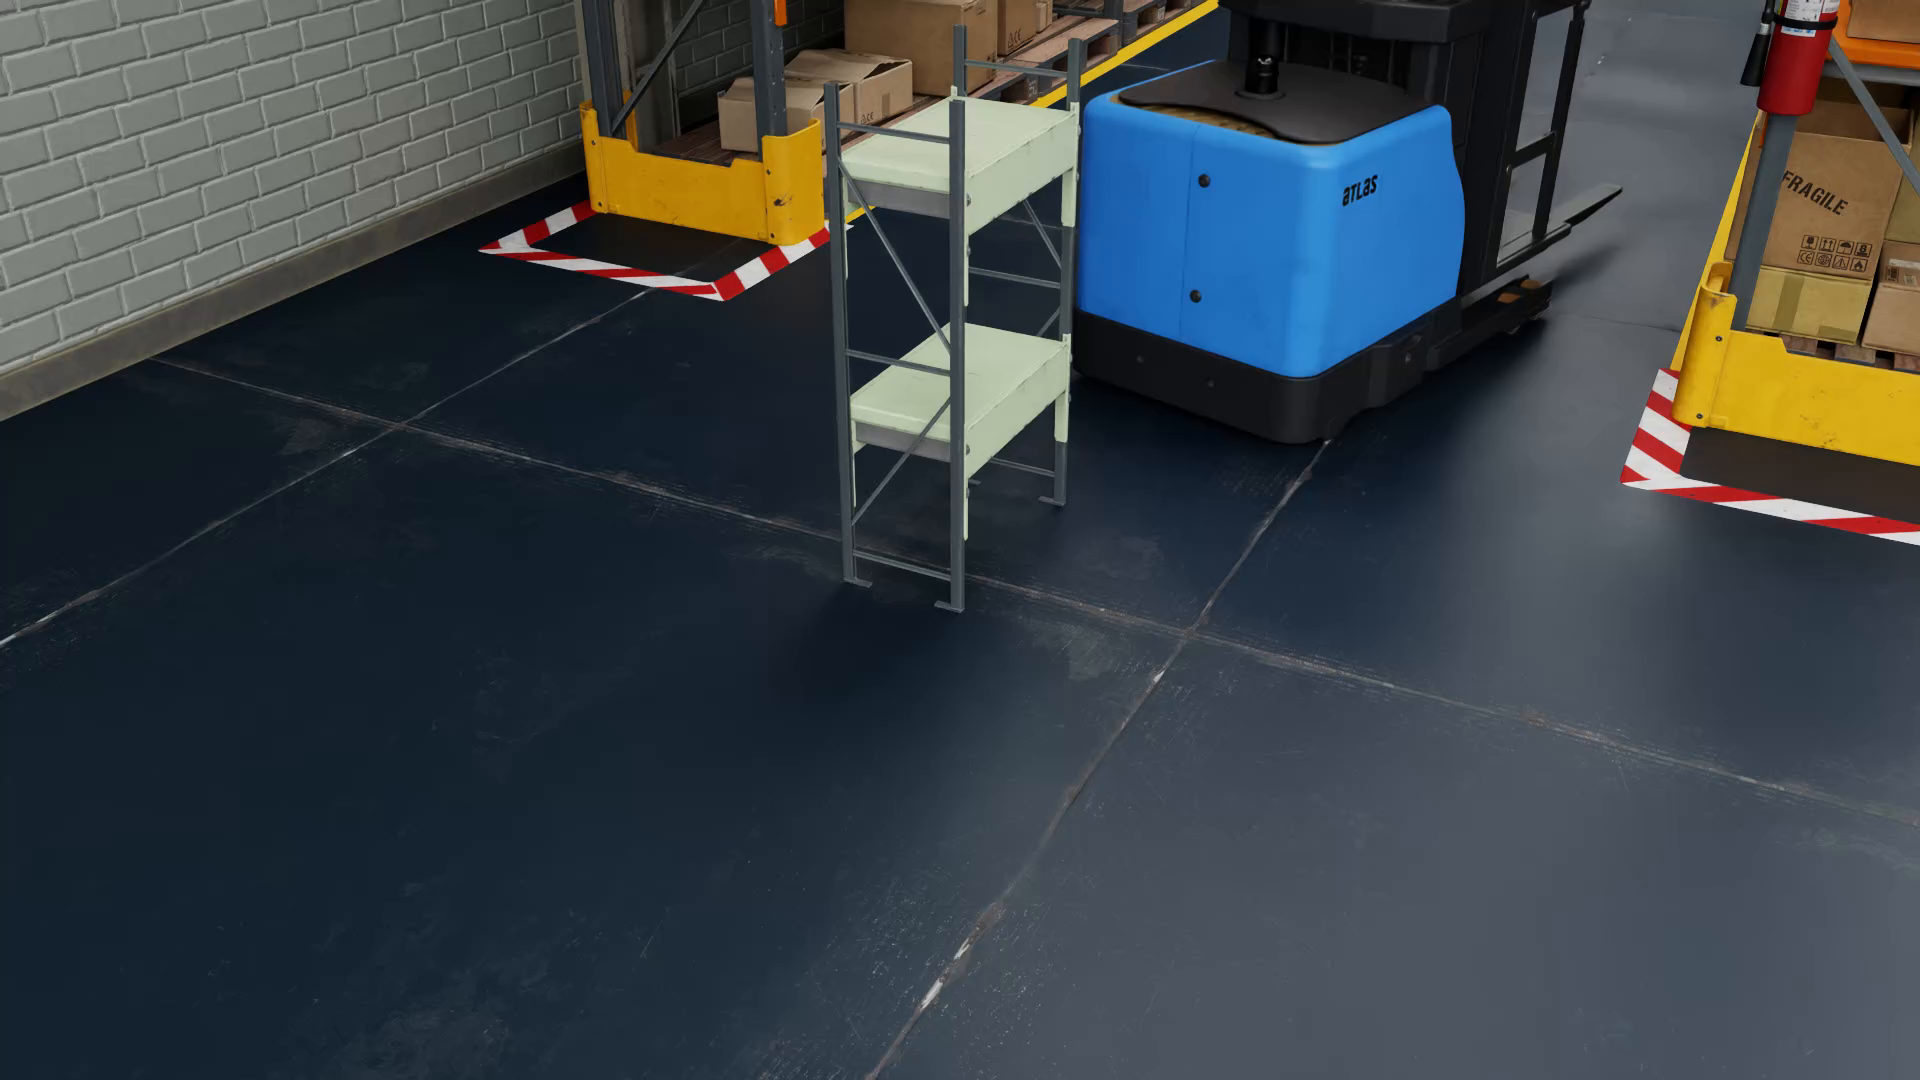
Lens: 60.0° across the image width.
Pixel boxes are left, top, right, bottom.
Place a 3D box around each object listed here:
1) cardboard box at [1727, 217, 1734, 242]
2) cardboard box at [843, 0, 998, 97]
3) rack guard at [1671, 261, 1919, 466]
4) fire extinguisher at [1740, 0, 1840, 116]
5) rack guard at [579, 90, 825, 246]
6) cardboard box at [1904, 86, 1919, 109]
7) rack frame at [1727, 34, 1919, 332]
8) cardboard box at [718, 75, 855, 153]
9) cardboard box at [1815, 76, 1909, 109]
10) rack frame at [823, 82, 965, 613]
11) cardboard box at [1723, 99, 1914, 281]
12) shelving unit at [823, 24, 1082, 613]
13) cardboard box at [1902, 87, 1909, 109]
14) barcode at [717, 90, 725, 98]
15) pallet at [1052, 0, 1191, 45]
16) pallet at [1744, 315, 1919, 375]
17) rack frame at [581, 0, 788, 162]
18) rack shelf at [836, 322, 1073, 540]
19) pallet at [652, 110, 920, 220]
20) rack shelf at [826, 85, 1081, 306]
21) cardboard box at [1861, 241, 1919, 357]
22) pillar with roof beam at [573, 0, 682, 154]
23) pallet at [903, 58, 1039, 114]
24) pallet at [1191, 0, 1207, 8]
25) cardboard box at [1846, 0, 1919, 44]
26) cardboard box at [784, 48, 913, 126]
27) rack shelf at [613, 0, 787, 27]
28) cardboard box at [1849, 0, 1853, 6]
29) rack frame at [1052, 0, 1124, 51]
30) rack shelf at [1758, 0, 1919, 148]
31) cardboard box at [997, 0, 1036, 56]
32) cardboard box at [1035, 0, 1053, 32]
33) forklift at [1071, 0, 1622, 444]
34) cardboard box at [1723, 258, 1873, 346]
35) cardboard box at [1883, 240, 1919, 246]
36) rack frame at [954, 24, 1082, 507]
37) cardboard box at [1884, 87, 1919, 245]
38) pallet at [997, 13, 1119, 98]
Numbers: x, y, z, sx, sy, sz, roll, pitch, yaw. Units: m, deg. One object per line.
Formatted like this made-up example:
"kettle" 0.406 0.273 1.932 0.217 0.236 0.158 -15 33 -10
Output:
"cardboard box" 3.365 -1.203 6.673 0.500 0.250 0.500 14 33 23
"cardboard box" -0.212 -2.766 9.124 0.700 0.500 0.500 12 32 20
"rack guard" 3.155 -0.590 5.775 1.175 0.500 0.348 14 33 23
"fire extinguisher" 2.699 -1.704 5.283 0.296 0.674 0.183 14 33 23
"rack guard" -1.211 -1.756 7.807 1.175 0.500 0.348 14 33 23
"cardboard box" 4.051 -1.633 6.669 0.500 0.500 0.500 14 33 23
"rack frame" 3.166 -1.685 5.171 1.000 3.000 0.127 14 33 23
"cardboard box" -0.850 -2.118 8.184 0.500 0.311 0.500 11 32 18
"cardboard box" 3.588 -1.751 6.874 0.500 0.500 0.500 14 33 23
"rack frame" -0.170 -0.485 4.589 0.400 1.500 0.023 14 33 23
"cardboard box" 3.146 -1.305 6.096 0.500 0.500 0.500 14 33 23
"shelving unit" -0.003 -0.647 4.871 0.431 1.500 0.755 14 33 23
"cardboard box" 4.294 -1.851 7.048 0.500 0.500 0.500 14 33 23
"barcode" -1.198 -2.221 8.354 0.001 0.075 0.075 14 33 23
"pallet" 0.930 -3.716 11.509 1.003 0.211 1.213 14 33 23
"pallet" 3.477 -0.824 6.473 1.003 0.211 1.213 14 33 23
"rack frame" -1.245 -2.807 7.125 1.000 3.000 0.127 14 33 23
"rack shelf" -0.003 -0.365 5.034 0.431 0.370 0.720 14 33 23
"pallet" -0.809 -1.983 8.492 1.003 0.211 1.213 14 33 23
"rack shelf" -0.003 -0.986 4.677 0.431 0.370 0.720 14 33 23
"cardboard box" 3.609 -0.862 6.078 0.500 0.250 0.500 14 33 23
"pillar with roof beam" 2.136 -4.938 4.813 9.100 9.000 0.400 14 33 23
"pallet" -0.252 -2.522 9.430 1.003 0.211 1.213 14 33 23
"pallet" 1.485 -4.259 12.455 1.003 0.211 1.213 14 33 23
"cardboard box" 3.390 -1.932 5.502 0.700 0.500 0.500 14 33 23
"cardboard box" -0.590 -2.371 8.624 0.500 0.311 0.500 17 34 27
"rack shelf" -0.334 -3.381 8.849 1.077 0.370 4.000 14 33 23
"cardboard box" 3.625 -2.166 5.909 0.700 0.500 0.500 15 33 25
"rack frame" 0.577 -4.580 10.213 1.000 3.000 0.127 14 33 23
"rack shelf" 4.077 -2.259 6.895 1.077 0.370 4.000 14 33 23
"cardboard box" 0.140 -3.218 9.909 0.500 0.500 0.500 12 32 20
"cardboard box" 0.360 -3.298 10.385 0.380 0.166 0.250 10 31 17
"forklift" 1.775 -2.249 6.224 1.130 2.935 3.031 24 38 36
"cardboard box" 3.147 -0.979 6.282 0.500 0.250 0.500 14 33 23
"cardboard box" 3.833 -1.084 6.465 0.500 0.250 0.500 14 33 23
"rack frame" 0.164 -0.810 5.154 0.400 1.500 0.023 14 33 23
"cardboard box" 3.835 -1.409 6.278 0.500 0.500 0.500 14 33 23
"pallet" 0.302 -3.065 10.375 1.003 0.211 1.213 14 33 23
